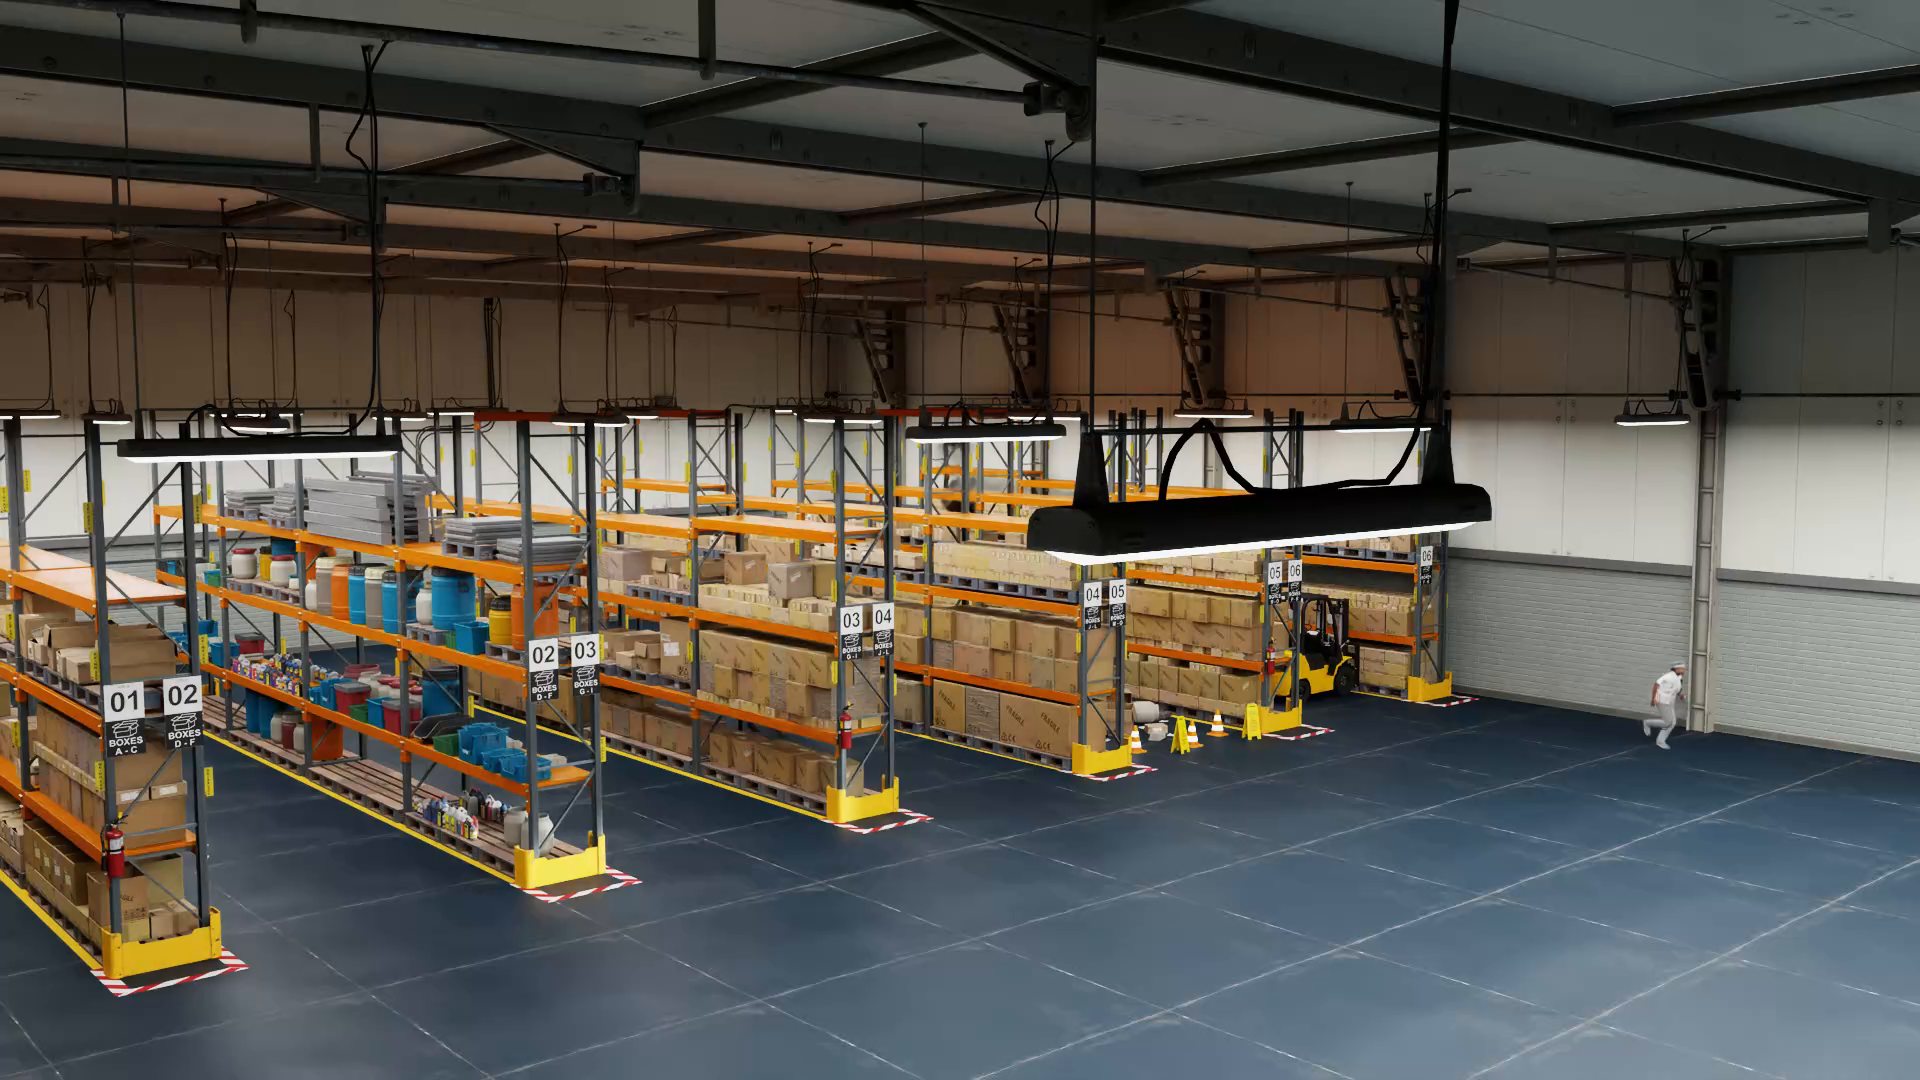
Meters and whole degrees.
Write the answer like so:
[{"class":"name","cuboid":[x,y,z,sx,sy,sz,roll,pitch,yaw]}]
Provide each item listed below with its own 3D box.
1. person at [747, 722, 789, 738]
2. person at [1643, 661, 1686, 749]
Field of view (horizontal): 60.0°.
[{"class":"person","cuboid":[-3.580,2.801,30.756,0.829,1.692,0.577,4,6,36]},{"class":"person","cuboid":[12.646,2.931,29.842,0.709,1.620,0.565,5,7,44]}]
